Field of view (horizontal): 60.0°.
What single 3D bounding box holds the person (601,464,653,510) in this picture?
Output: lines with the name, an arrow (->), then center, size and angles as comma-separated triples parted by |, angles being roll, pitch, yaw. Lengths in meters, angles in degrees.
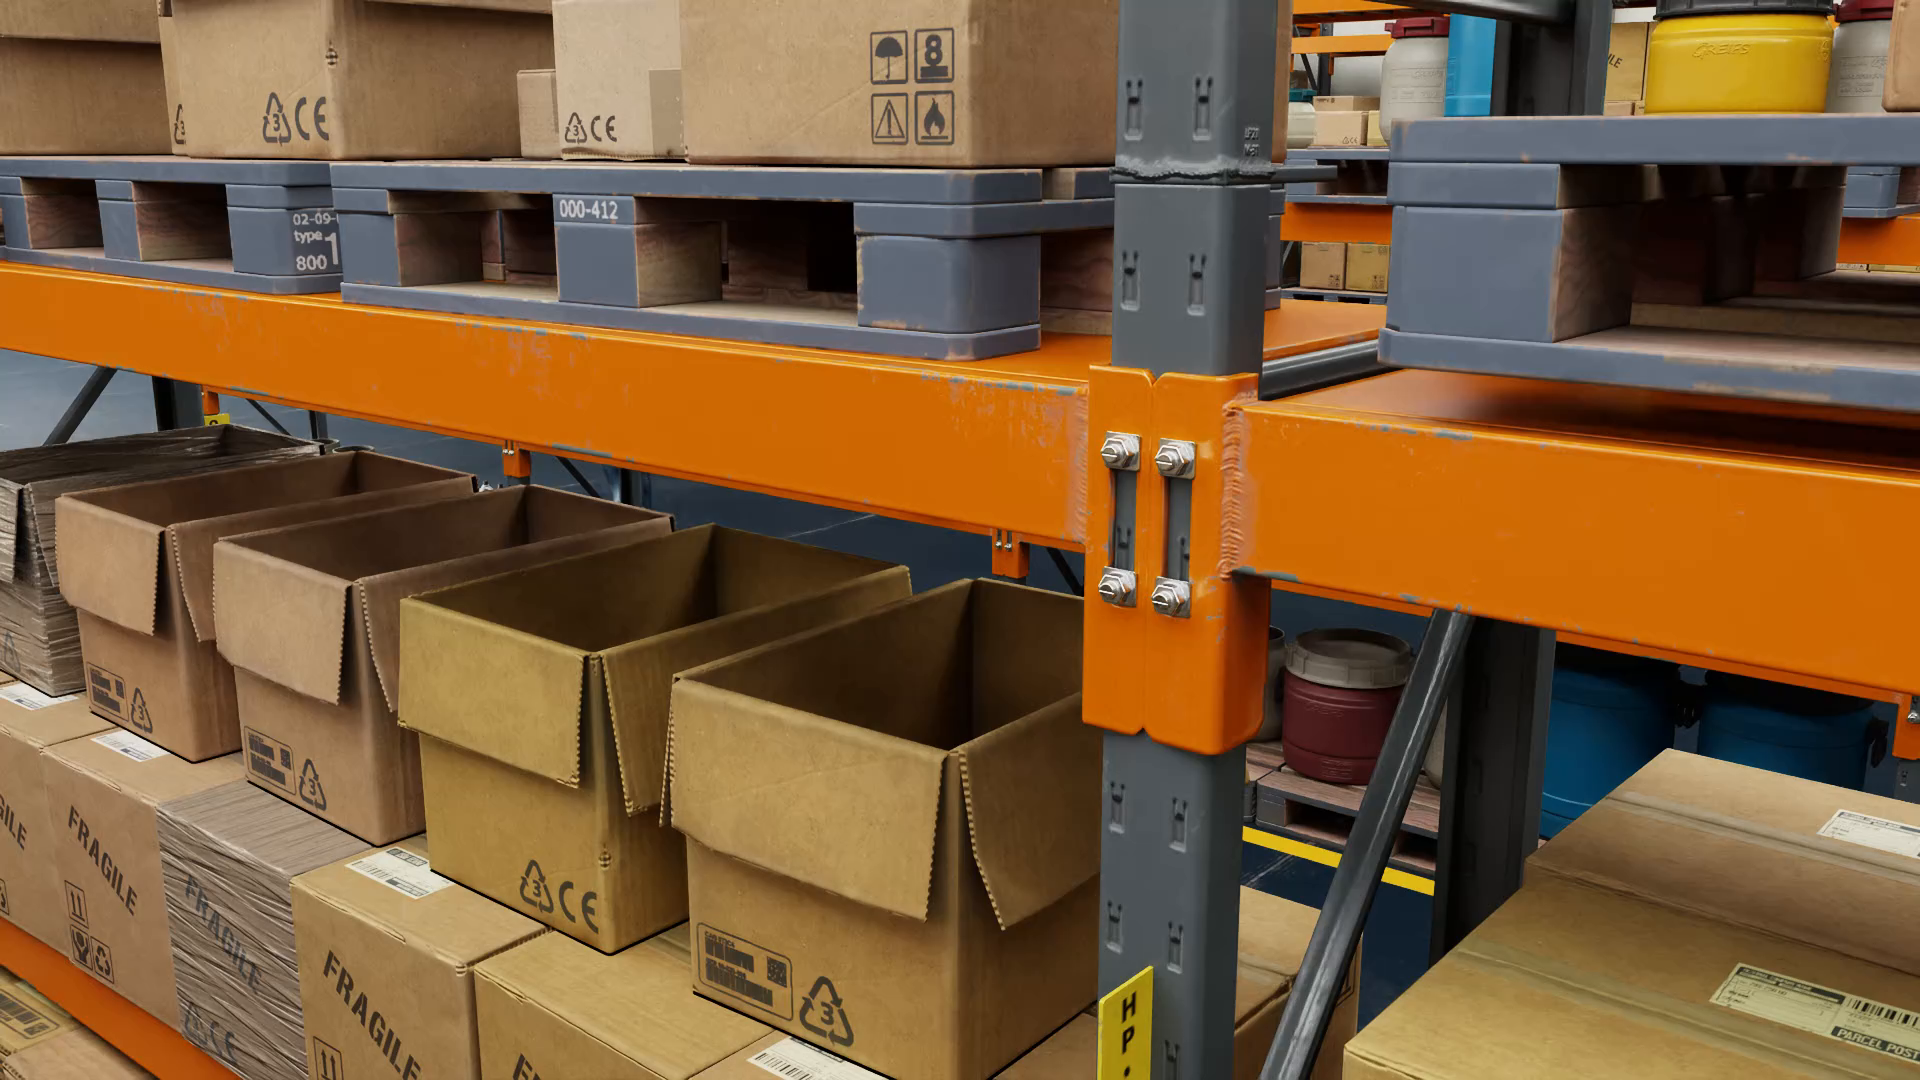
person -> -2.638, -0.875, 13.279 | 0.405, 1.619, 0.461 | -13, 19, -43
